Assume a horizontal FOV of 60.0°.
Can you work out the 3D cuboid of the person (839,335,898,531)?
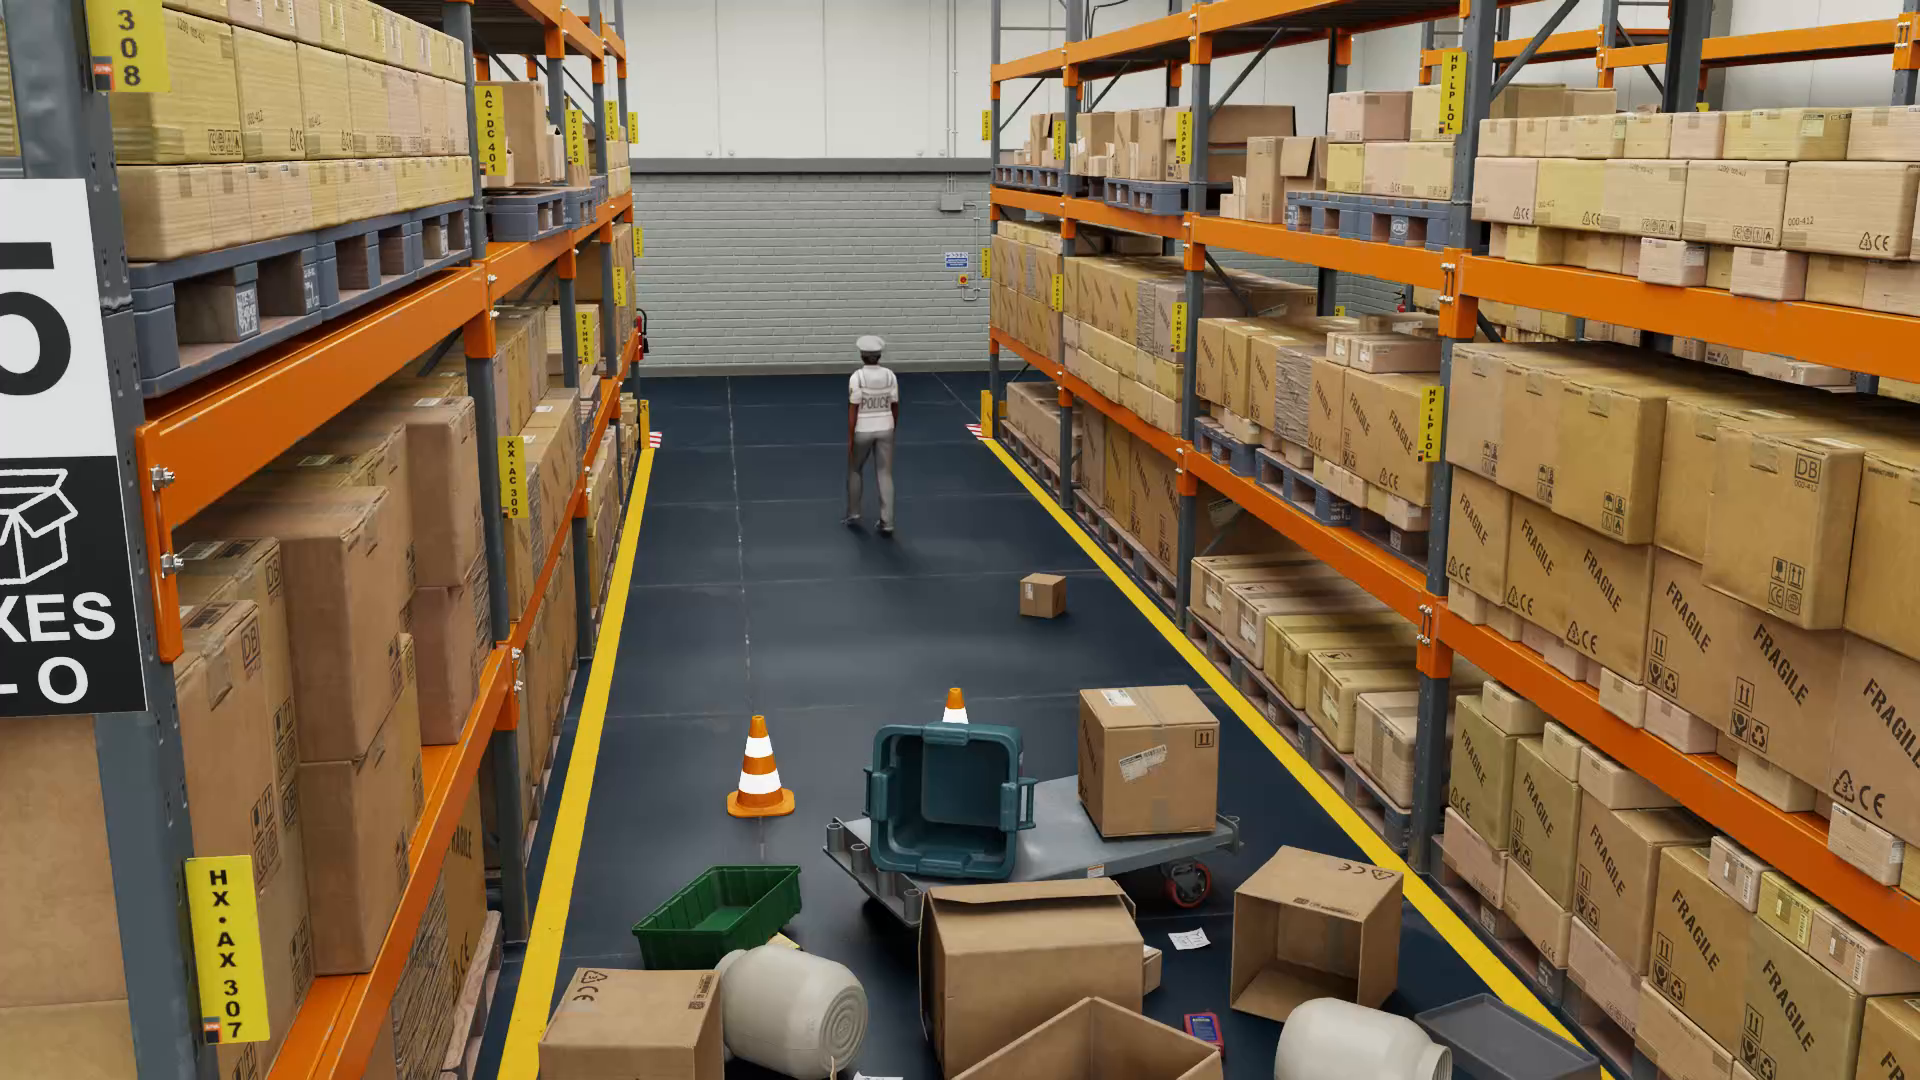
[{"bbox_3d":[-0.774,-0.917,14.334,0.484,1.705,0.798,-4,14,-17],"label":"person"}]
